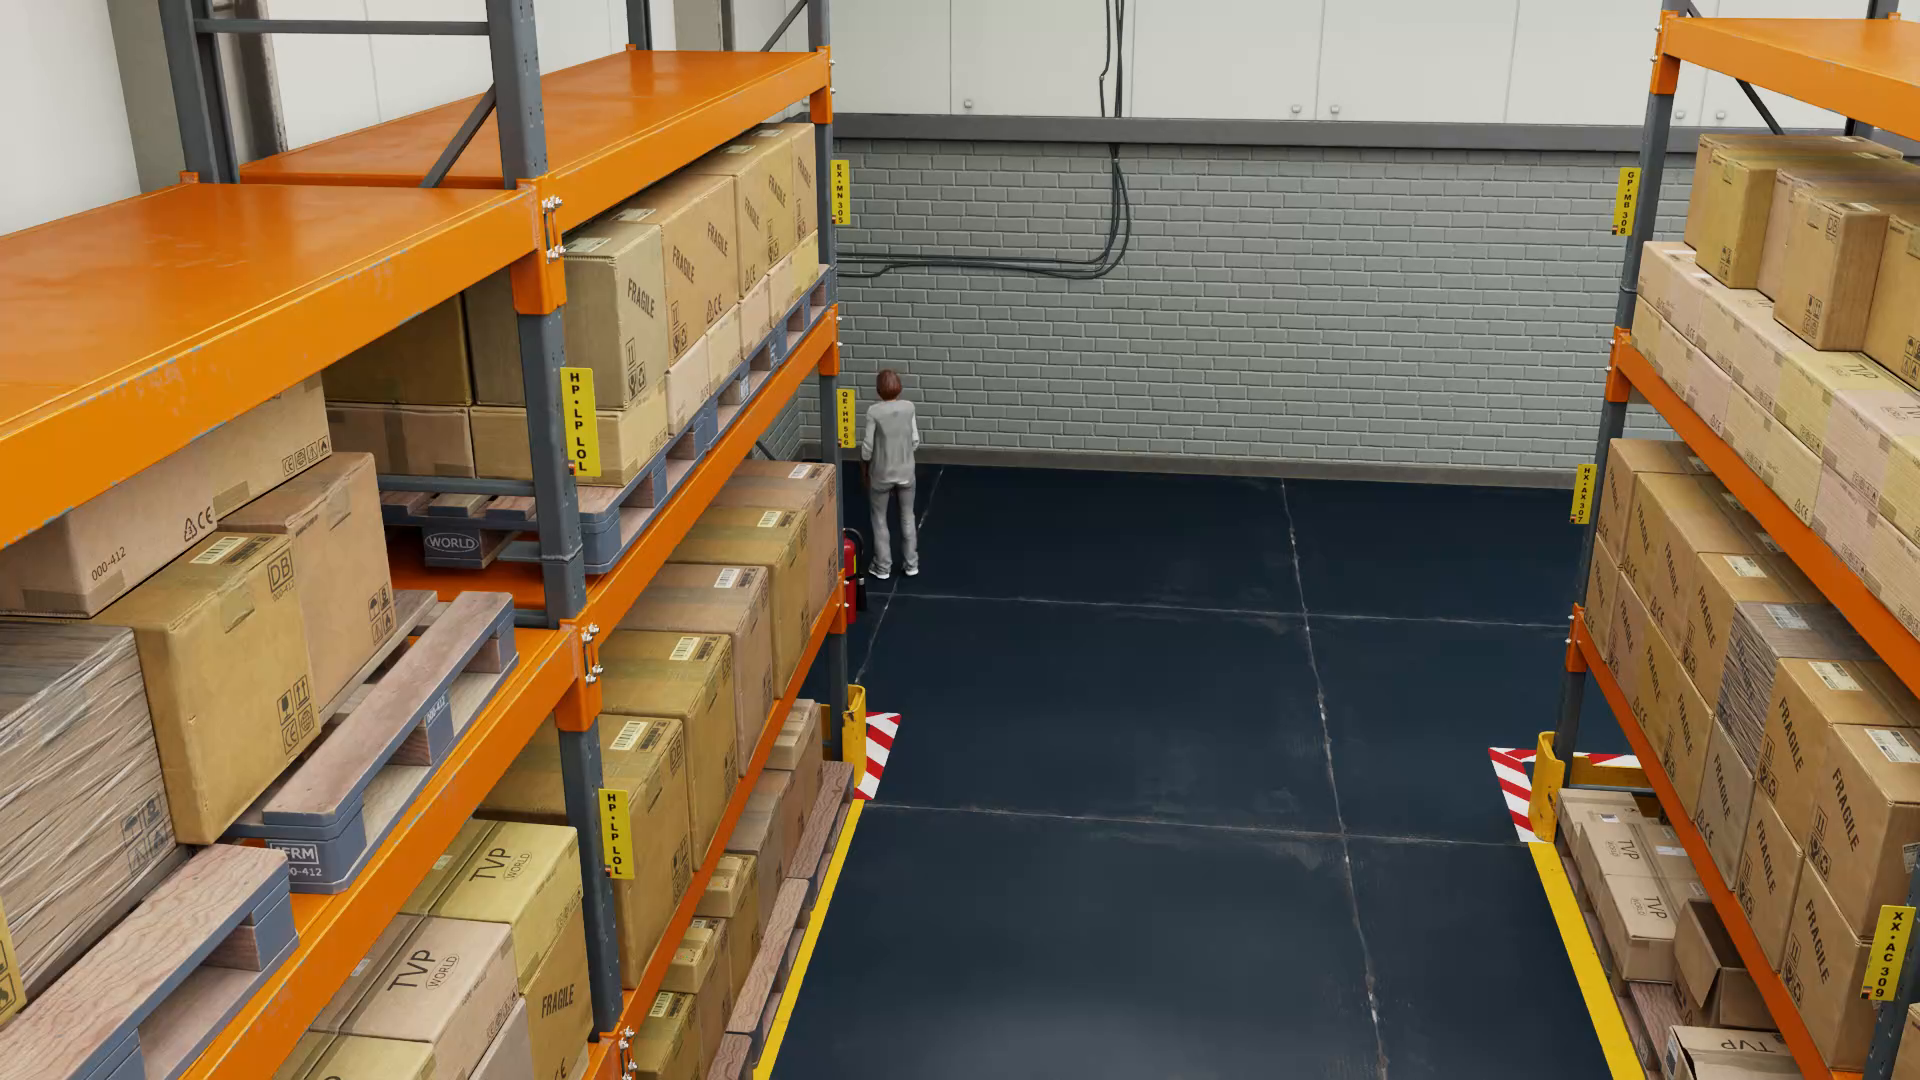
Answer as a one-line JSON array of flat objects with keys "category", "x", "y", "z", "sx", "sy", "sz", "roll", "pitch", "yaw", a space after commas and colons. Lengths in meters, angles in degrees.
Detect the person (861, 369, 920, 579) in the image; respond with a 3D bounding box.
[{"category": "person", "x": -0.515, "y": -0.480, "z": 12.320, "sx": 0.474, "sy": 1.592, "sz": 0.346, "roll": -8, "pitch": 23, "yaw": -20}]
